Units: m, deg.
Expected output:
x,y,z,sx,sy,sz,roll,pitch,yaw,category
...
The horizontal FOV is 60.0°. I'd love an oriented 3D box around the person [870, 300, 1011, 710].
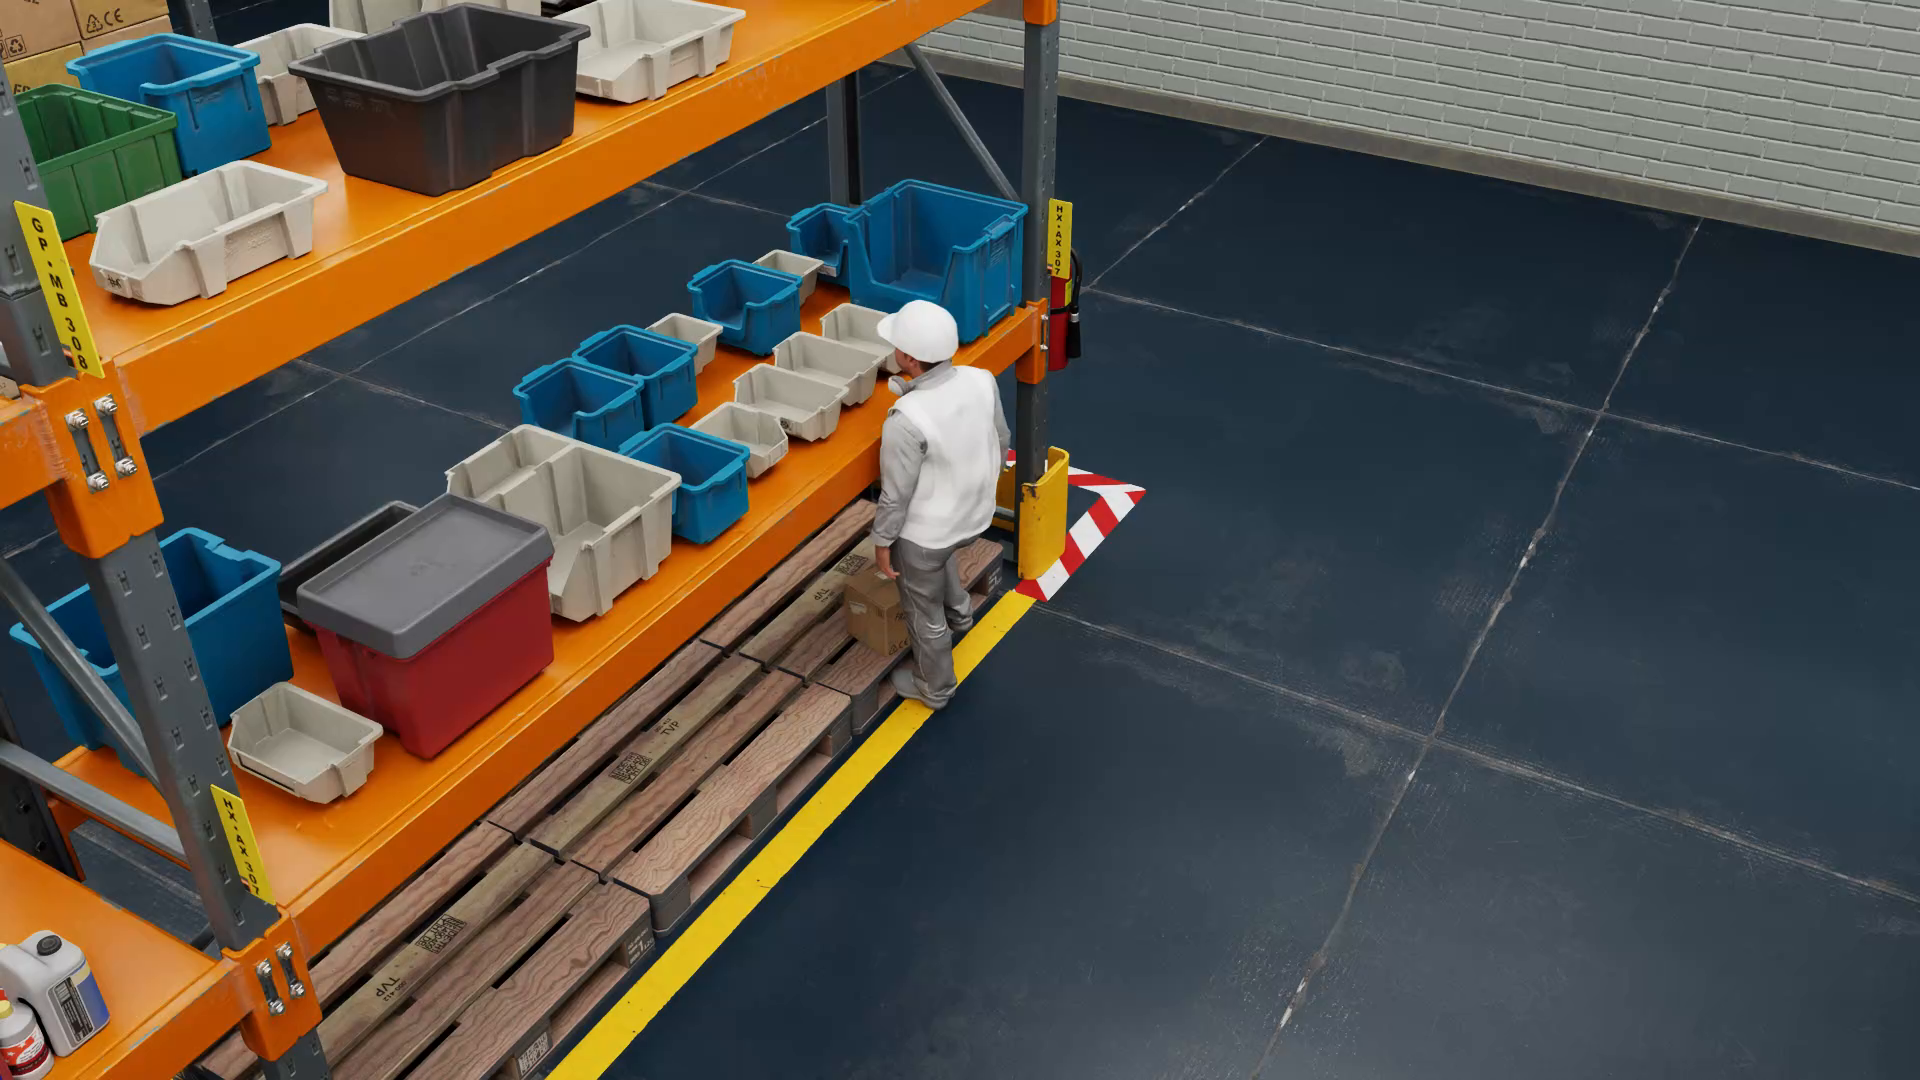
x,y,z,sx,sy,sz,roll,pitch,yaw,category
-0.147,-0.133,6.298,0.634,1.774,0.614,-27,43,-34,person
